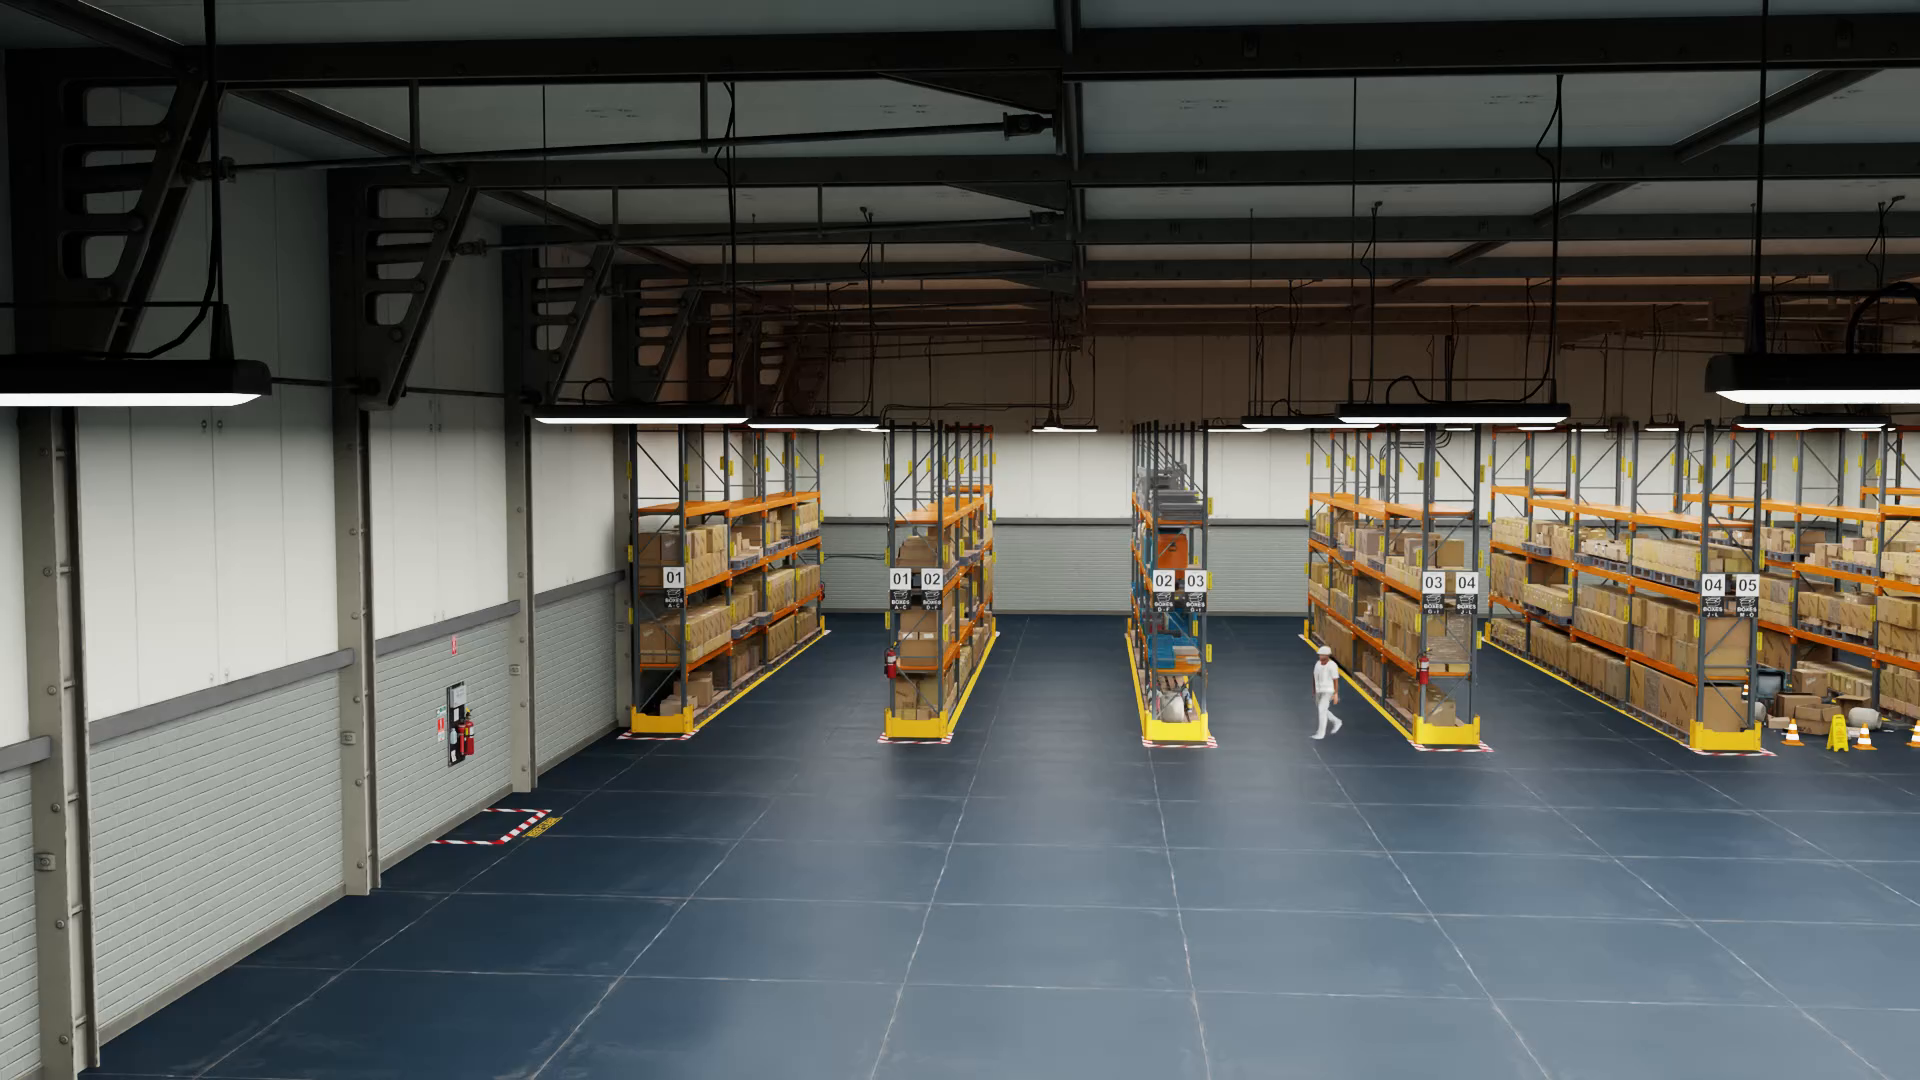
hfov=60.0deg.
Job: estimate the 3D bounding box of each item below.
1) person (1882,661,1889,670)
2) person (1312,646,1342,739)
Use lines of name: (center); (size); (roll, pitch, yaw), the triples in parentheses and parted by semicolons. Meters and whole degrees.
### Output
person: (21.279, 2.472, 37.820); (0.513, 1.821, 0.613); (0, 4, 0)
person: (6.933, 2.866, 31.415); (0.825, 1.748, 0.660); (-2, 4, -24)
